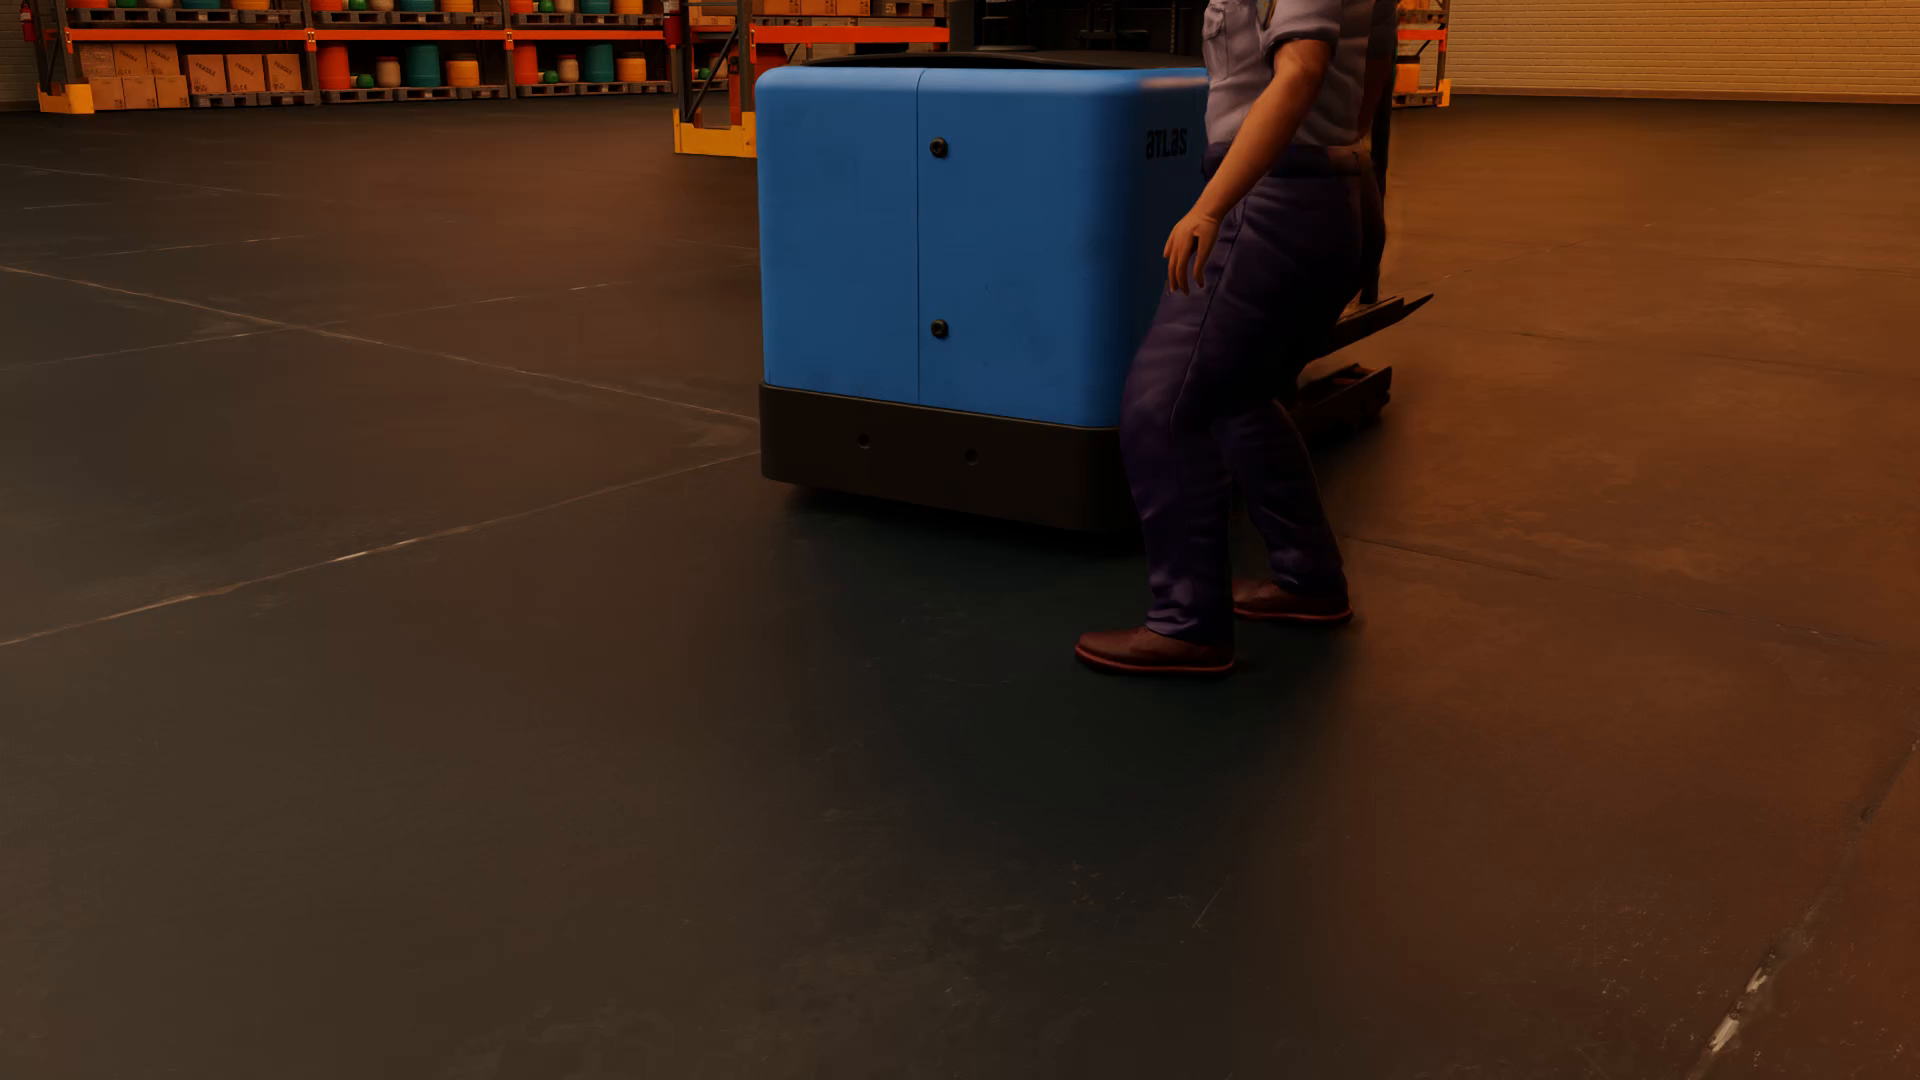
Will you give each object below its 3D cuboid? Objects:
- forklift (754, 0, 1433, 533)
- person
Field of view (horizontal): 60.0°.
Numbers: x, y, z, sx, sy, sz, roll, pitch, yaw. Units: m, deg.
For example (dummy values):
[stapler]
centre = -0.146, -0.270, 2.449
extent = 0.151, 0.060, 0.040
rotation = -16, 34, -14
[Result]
[forklift]
centre = 0.691, -1.792, 4.799
extent = 1.130, 2.935, 3.031
rotation = 10, 20, 30
[person]
centre = 0.544, -0.576, 3.099
extent = 0.444, 1.593, 0.763
rotation = 8, 19, 25
